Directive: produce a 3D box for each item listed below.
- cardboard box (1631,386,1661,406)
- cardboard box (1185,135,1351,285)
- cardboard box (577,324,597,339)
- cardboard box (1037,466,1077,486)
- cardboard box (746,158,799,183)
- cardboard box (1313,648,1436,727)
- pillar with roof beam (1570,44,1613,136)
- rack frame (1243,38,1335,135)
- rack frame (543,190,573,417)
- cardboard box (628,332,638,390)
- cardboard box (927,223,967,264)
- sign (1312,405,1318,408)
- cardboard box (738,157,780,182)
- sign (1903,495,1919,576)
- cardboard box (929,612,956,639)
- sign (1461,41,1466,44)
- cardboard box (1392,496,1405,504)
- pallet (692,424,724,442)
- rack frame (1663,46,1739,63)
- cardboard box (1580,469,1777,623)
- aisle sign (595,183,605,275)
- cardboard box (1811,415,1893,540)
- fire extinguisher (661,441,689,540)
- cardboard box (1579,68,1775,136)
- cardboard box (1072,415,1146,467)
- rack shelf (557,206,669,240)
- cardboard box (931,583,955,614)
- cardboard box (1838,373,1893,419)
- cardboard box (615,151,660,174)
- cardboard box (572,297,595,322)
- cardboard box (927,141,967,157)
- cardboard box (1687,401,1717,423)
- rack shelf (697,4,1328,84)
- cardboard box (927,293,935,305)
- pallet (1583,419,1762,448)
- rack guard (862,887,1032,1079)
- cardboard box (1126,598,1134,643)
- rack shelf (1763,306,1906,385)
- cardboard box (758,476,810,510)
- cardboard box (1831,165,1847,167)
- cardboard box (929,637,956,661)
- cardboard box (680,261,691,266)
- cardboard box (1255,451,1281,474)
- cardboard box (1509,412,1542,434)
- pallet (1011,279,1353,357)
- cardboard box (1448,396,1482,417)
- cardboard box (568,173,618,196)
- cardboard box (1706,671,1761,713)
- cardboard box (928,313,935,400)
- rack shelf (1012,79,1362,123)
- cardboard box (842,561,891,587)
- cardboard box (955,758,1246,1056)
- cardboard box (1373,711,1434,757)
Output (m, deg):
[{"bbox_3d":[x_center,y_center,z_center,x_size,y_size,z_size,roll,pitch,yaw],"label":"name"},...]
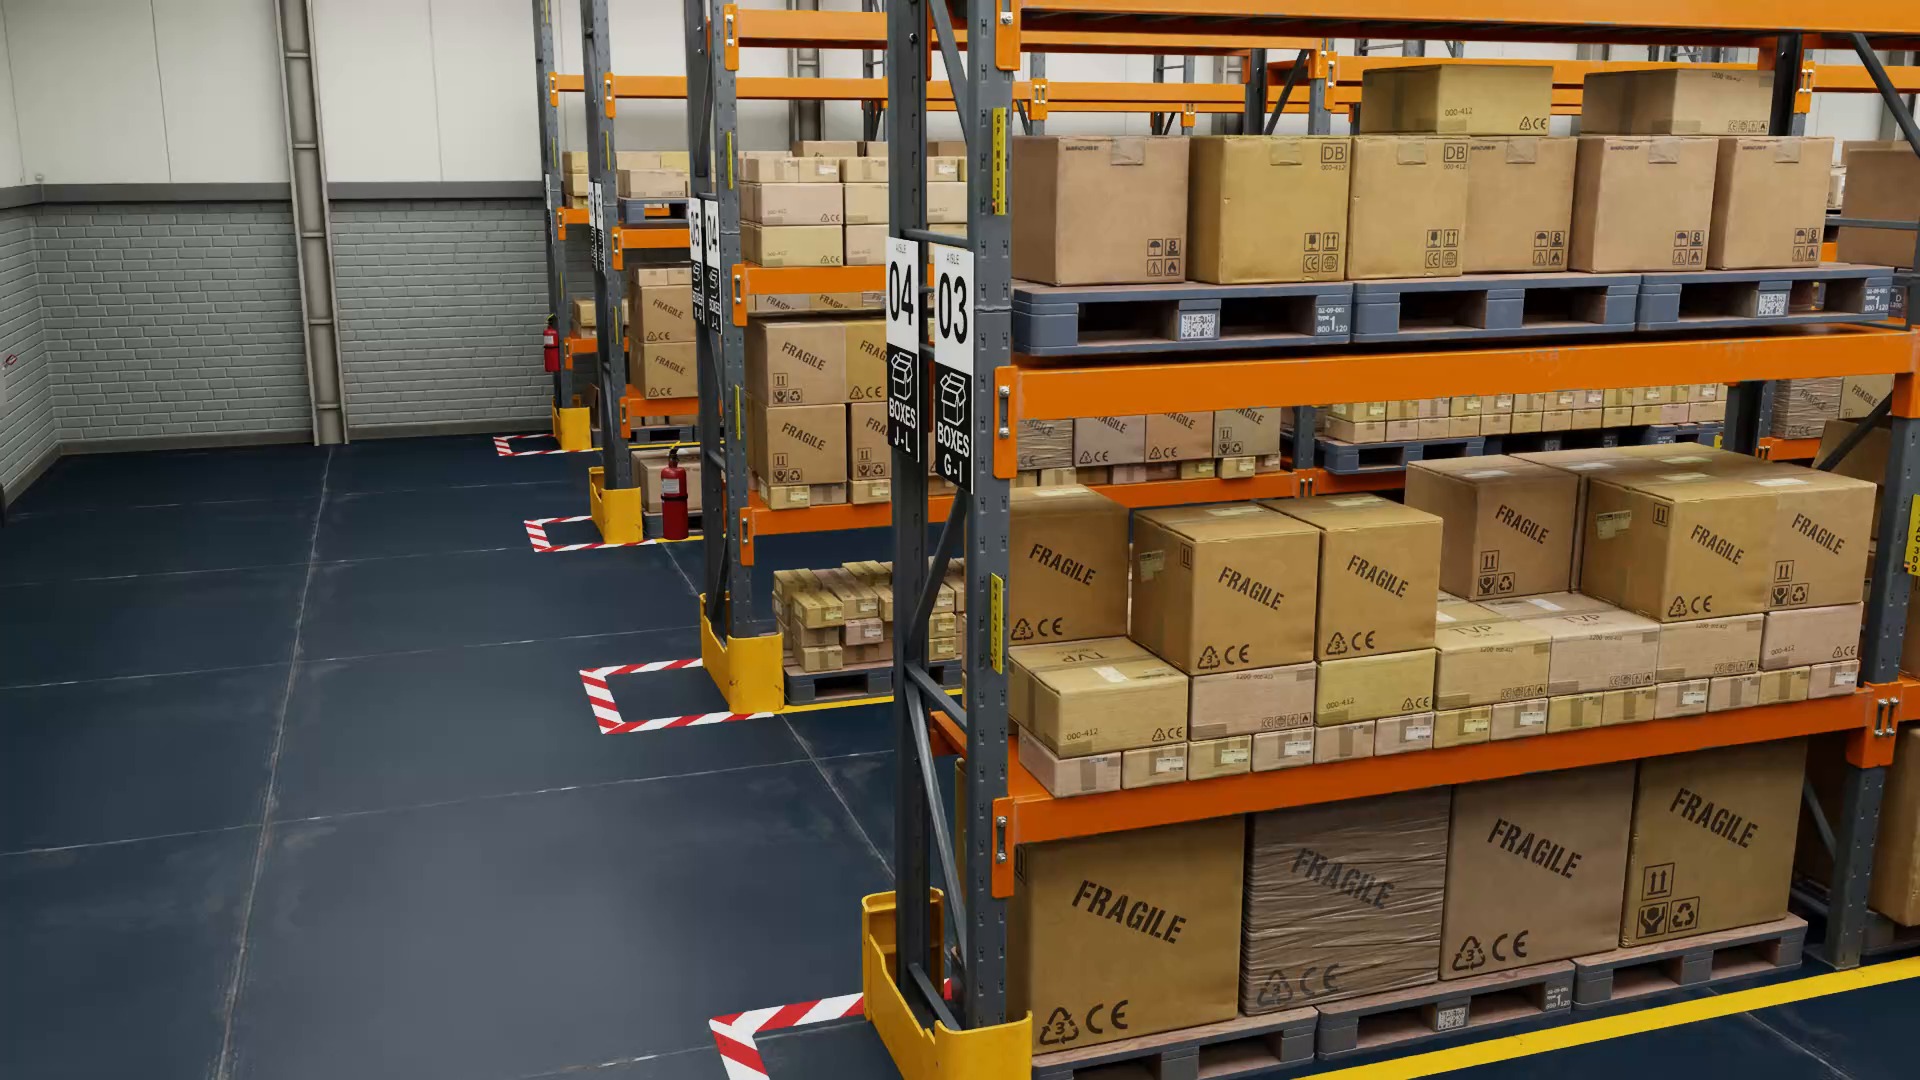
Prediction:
[{"bbox_3d":[4.985,-1.101,12.389,0.250,0.149,0.380,-4,14,-18],"label":"cardboard box"},{"bbox_3d":[0.998,-1.209,6.031,0.500,0.500,0.700,-5,14,-20],"label":"cardboard box"},{"bbox_3d":[-4.398,-2.487,19.766,0.250,0.149,0.380,-5,14,-18],"label":"cardboard box"},{"bbox_3d":[0.600,-0.448,11.194,0.250,0.149,0.380,-4,14,-17],"label":"cardboard box"},{"bbox_3d":[-1.156,-2.276,10.237,0.250,0.149,0.380,-5,14,-19],"label":"cardboard box"},{"bbox_3d":[1.459,0.493,6.378,0.500,0.250,0.500,-5,14,-20],"label":"cardboard box"},{"bbox_3d":[10.793,-5.947,20.804,0.400,9.000,9.100,-4,14,-18],"label":"pillar with roof beam"},{"bbox_3d":[2.255,-3.692,11.327,0.127,3.000,1.000,-4,14,-18],"label":"rack frame"},{"bbox_3d":[-4.797,-2.645,19.888,0.127,3.000,1.000,-4,14,-18],"label":"rack frame"},{"bbox_3d":[-2.838,-1.699,15.695,0.500,0.500,0.500,-4,14,-18],"label":"cardboard box"},{"bbox_3d":[-0.044,-1.921,10.685,0.500,0.250,0.500,-5,14,-20],"label":"cardboard box"},{"bbox_3d":[2.436,-1.077,11.423,0.005,0.325,0.100,-4,14,-18],"label":"sign"},{"bbox_3d":[-1.314,-2.391,10.720,0.250,0.149,0.380,-5,14,-19],"label":"cardboard box"},{"bbox_3d":[3.920,-0.017,6.796,0.005,0.325,0.100,-4,14,-18],"label":"sign"},{"bbox_3d":[-0.198,0.537,11.123,0.250,0.149,0.380,-4,14,-16],"label":"cardboard box"},{"bbox_3d":[6.761,-6.824,22.304,0.005,0.325,0.100,-4,14,-18],"label":"sign"},{"bbox_3d":[3.544,-0.163,12.328,0.500,0.250,0.500,-4,14,-17],"label":"cardboard box"},{"bbox_3d":[-2.815,-1.442,20.858,1.213,0.211,1.003,-4,14,-18],"label":"pallet"},{"bbox_3d":[8.163,-5.361,18.342,0.127,3.000,1.000,-4,14,-18],"label":"rack frame"},{"bbox_3d":[2.915,0.014,6.772,0.500,0.500,0.500,-4,14,-17],"label":"cardboard box"},{"bbox_3d":[-3.186,-2.753,14.722,0.004,0.787,0.394,-4,14,-18],"label":"aisle sign"},{"bbox_3d":[4.344,-0.264,7.494,0.637,0.503,0.797,-5,14,-20],"label":"cardboard box"},{"bbox_3d":[-1.922,-0.342,11.179,0.183,0.674,0.296,-4,14,-18],"label":"fire extinguisher"},{"bbox_3d":[2.848,-1.736,6.625,0.500,0.250,0.500,-5,14,-22],"label":"cardboard box"},{"bbox_3d":[0.923,-0.795,11.251,0.500,0.500,0.500,-5,14,-18],"label":"cardboard box"},{"bbox_3d":[-2.901,-3.902,20.245,4.000,0.370,1.077,-4,14,-18],"label":"rack shelf"},{"bbox_3d":[-0.220,0.377,11.151,0.250,0.149,0.380,-5,14,-21],"label":"cardboard box"},{"bbox_3d":[7.039,-1.130,13.301,0.500,0.500,0.500,-5,14,-19],"label":"cardboard box"},{"bbox_3d":[-3.808,-4.430,19.513,0.500,0.250,0.500,-5,14,-18],"label":"cardboard box"},{"bbox_3d":[-4.446,-2.809,20.259,0.500,0.250,0.500,-4,14,-16],"label":"cardboard box"},{"bbox_3d":[-0.044,-3.616,16.146,0.500,0.500,0.500,-4,14,-17],"label":"cardboard box"},{"bbox_3d":[5.490,-0.996,12.590,0.250,0.149,0.380,-4,14,-18],"label":"cardboard box"},{"bbox_3d":[0.360,-3.193,10.790,4.000,0.370,1.077,-4,14,-18],"label":"rack shelf"},{"bbox_3d":[-0.262,-2.256,15.876,0.500,0.500,0.500,-5,14,-19],"label":"cardboard box"},{"bbox_3d":[5.405,-0.900,12.965,1.003,0.211,1.213,-4,14,-18],"label":"pallet"},{"bbox_3d":[-0.072,1.835,6.457,0.348,0.500,1.175,-4,14,-18],"label":"rack guard"},{"bbox_3d":[0.806,0.414,6.710,0.500,0.250,0.500,-5,14,-19],"label":"cardboard box"},{"bbox_3d":[5.637,-0.935,7.773,4.000,0.370,1.077,-4,14,-18],"label":"rack shelf"},{"bbox_3d":[-1.124,-0.308,10.607,0.250,0.149,0.380,-5,14,-19],"label":"cardboard box"},{"bbox_3d":[6.941,-2.881,13.466,0.500,0.311,0.500,-4,14,-18],"label":"cardboard box"},{"bbox_3d":[-0.205,0.684,11.147,0.250,0.149,0.380,-4,14,-17],"label":"cardboard box"},{"bbox_3d":[-2.483,-2.539,15.665,0.250,0.149,0.380,-5,14,-19],"label":"cardboard box"},{"bbox_3d":[2.059,-0.579,11.746,0.250,0.149,0.380,-5,14,-19],"label":"cardboard box"},{"bbox_3d":[4.011,-0.882,12.110,0.250,0.149,0.380,-5,14,-19],"label":"cardboard box"},{"bbox_3d":[0.650,-0.857,6.078,1.213,0.211,1.003,-4,14,-18],"label":"pallet"},{"bbox_3d":[3.511,-0.987,11.909,0.250,0.149,0.380,-5,14,-20],"label":"cardboard box"},{"bbox_3d":[-4.289,-4.149,19.410,0.500,0.250,0.500,-5,14,-19],"label":"cardboard box"},{"bbox_3d":[3.070,0.576,6.889,0.250,0.149,0.380,-5,14,-19],"label":"cardboard box"},{"bbox_3d":[-0.049,-1.205,10.816,0.500,0.500,0.500,-5,14,-19],"label":"cardboard box"},{"bbox_3d":[2.476,-4.374,16.610,4.000,0.370,1.077,-4,14,-18],"label":"rack shelf"},{"bbox_3d":[-0.654,0.267,11.613,0.250,0.149,0.380,-5,14,-19],"label":"cardboard box"},{"bbox_3d":[0.531,1.381,6.645,0.875,0.875,0.875,-4,14,-18],"label":"cardboard box"},{"bbox_3d":[1.610,0.690,6.411,0.250,0.149,0.380,-5,14,-19],"label":"cardboard box"}]
